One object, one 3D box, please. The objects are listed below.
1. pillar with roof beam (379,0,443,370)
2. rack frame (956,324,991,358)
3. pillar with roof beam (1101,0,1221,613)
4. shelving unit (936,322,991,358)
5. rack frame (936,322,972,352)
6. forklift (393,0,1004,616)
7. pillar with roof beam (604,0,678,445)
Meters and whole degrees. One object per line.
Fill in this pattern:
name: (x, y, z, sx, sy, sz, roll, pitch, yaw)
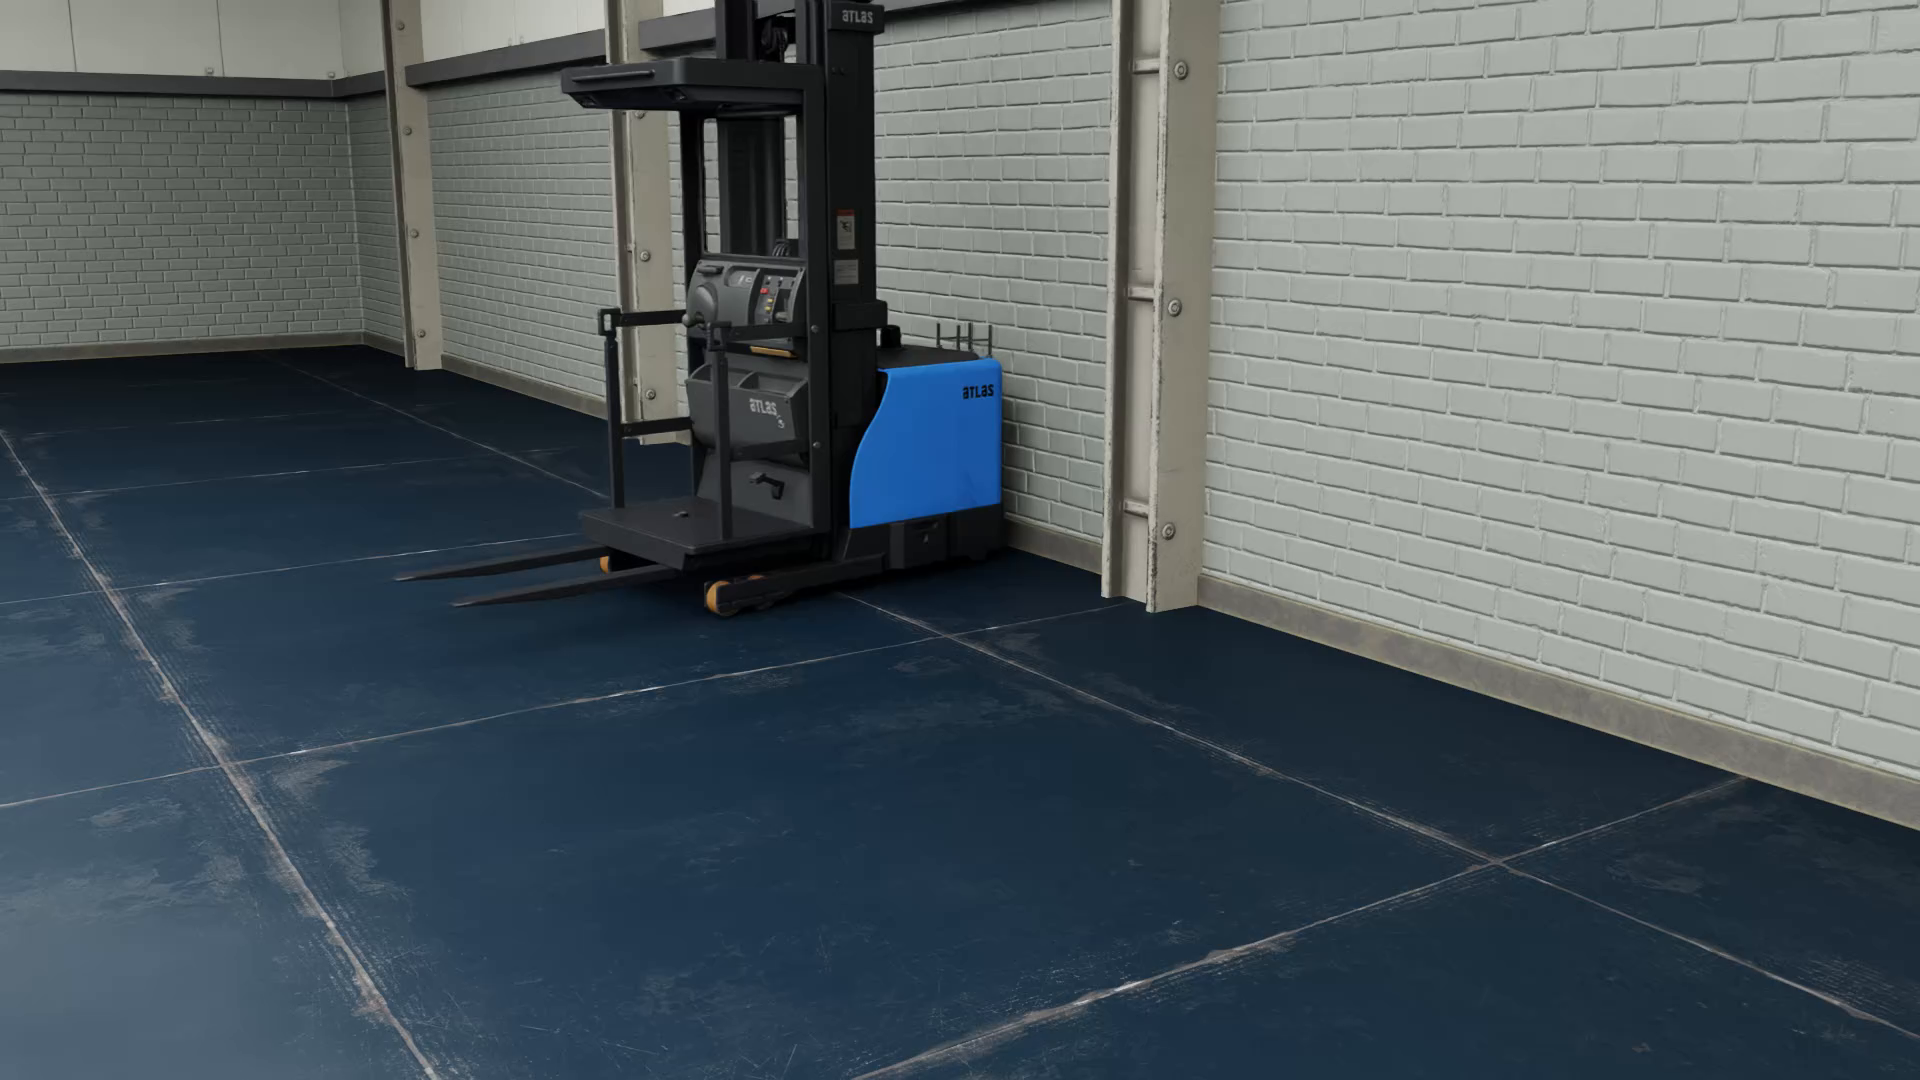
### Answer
pillar with roof beam: (-9.309, -5.732, 14.511, 9.100, 9.000, 0.400, -8, 15, -33)
rack frame: (0.070, -0.586, 9.196, 0.240, 1.200, 0.006, -7, 13, -37)
pillar with roof beam: (-2.660, -3.598, 4.752, 9.100, 9.000, 0.400, -8, 15, -33)
shelving unit: (0.015, -0.601, 9.268, 0.258, 1.200, 0.189, -7, 13, -37)
rack frame: (-0.041, -0.615, 9.339, 0.240, 1.200, 0.006, -7, 13, -37)
forklift: (-1.209, -1.202, 7.995, 3.031, 2.935, 1.130, -10, 16, -40)
pillar with roof beam: (-5.985, -4.665, 9.631, 9.100, 9.000, 0.400, -8, 15, -33)
